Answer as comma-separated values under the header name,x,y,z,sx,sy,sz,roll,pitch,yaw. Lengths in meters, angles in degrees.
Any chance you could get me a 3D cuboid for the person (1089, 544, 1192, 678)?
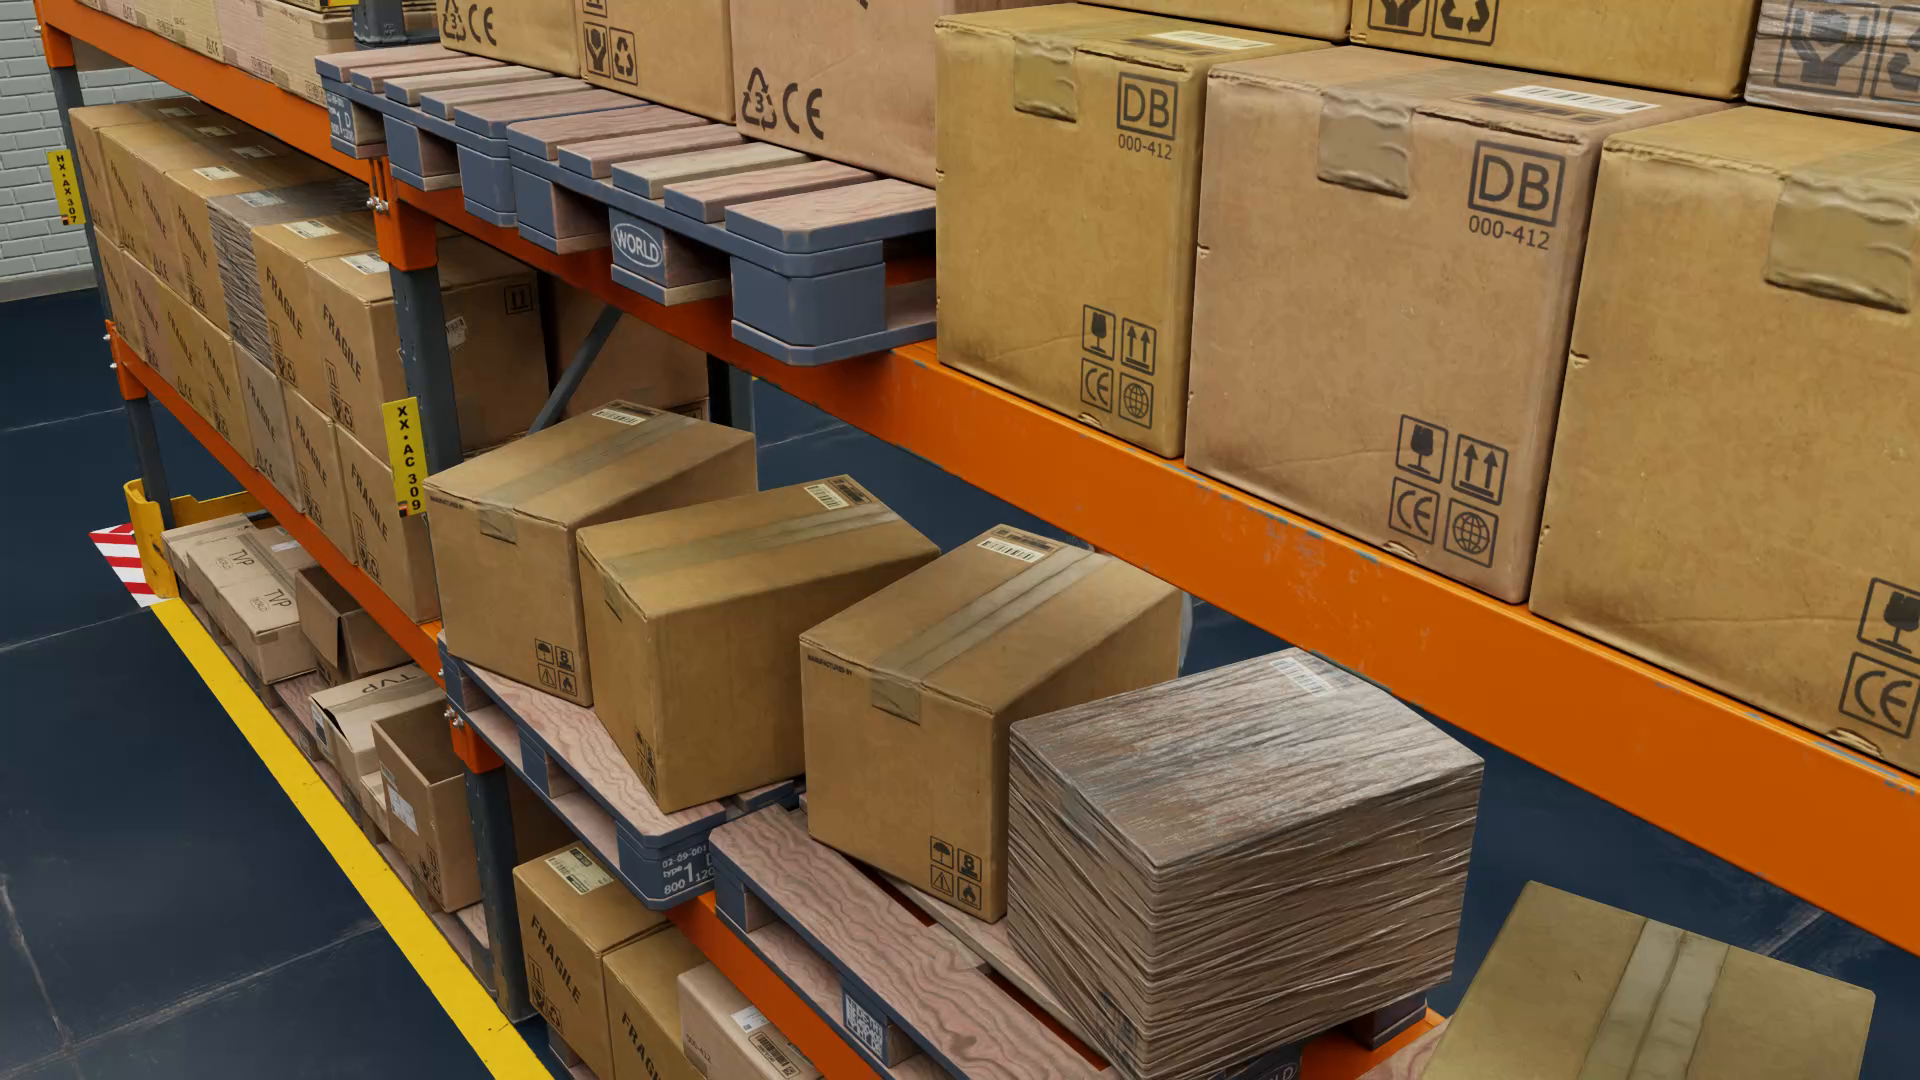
name,x,y,z,sx,sy,sz,roll,pitch,yaw
person,0.708,0.087,6.369,0.486,1.668,0.573,19,31,35
